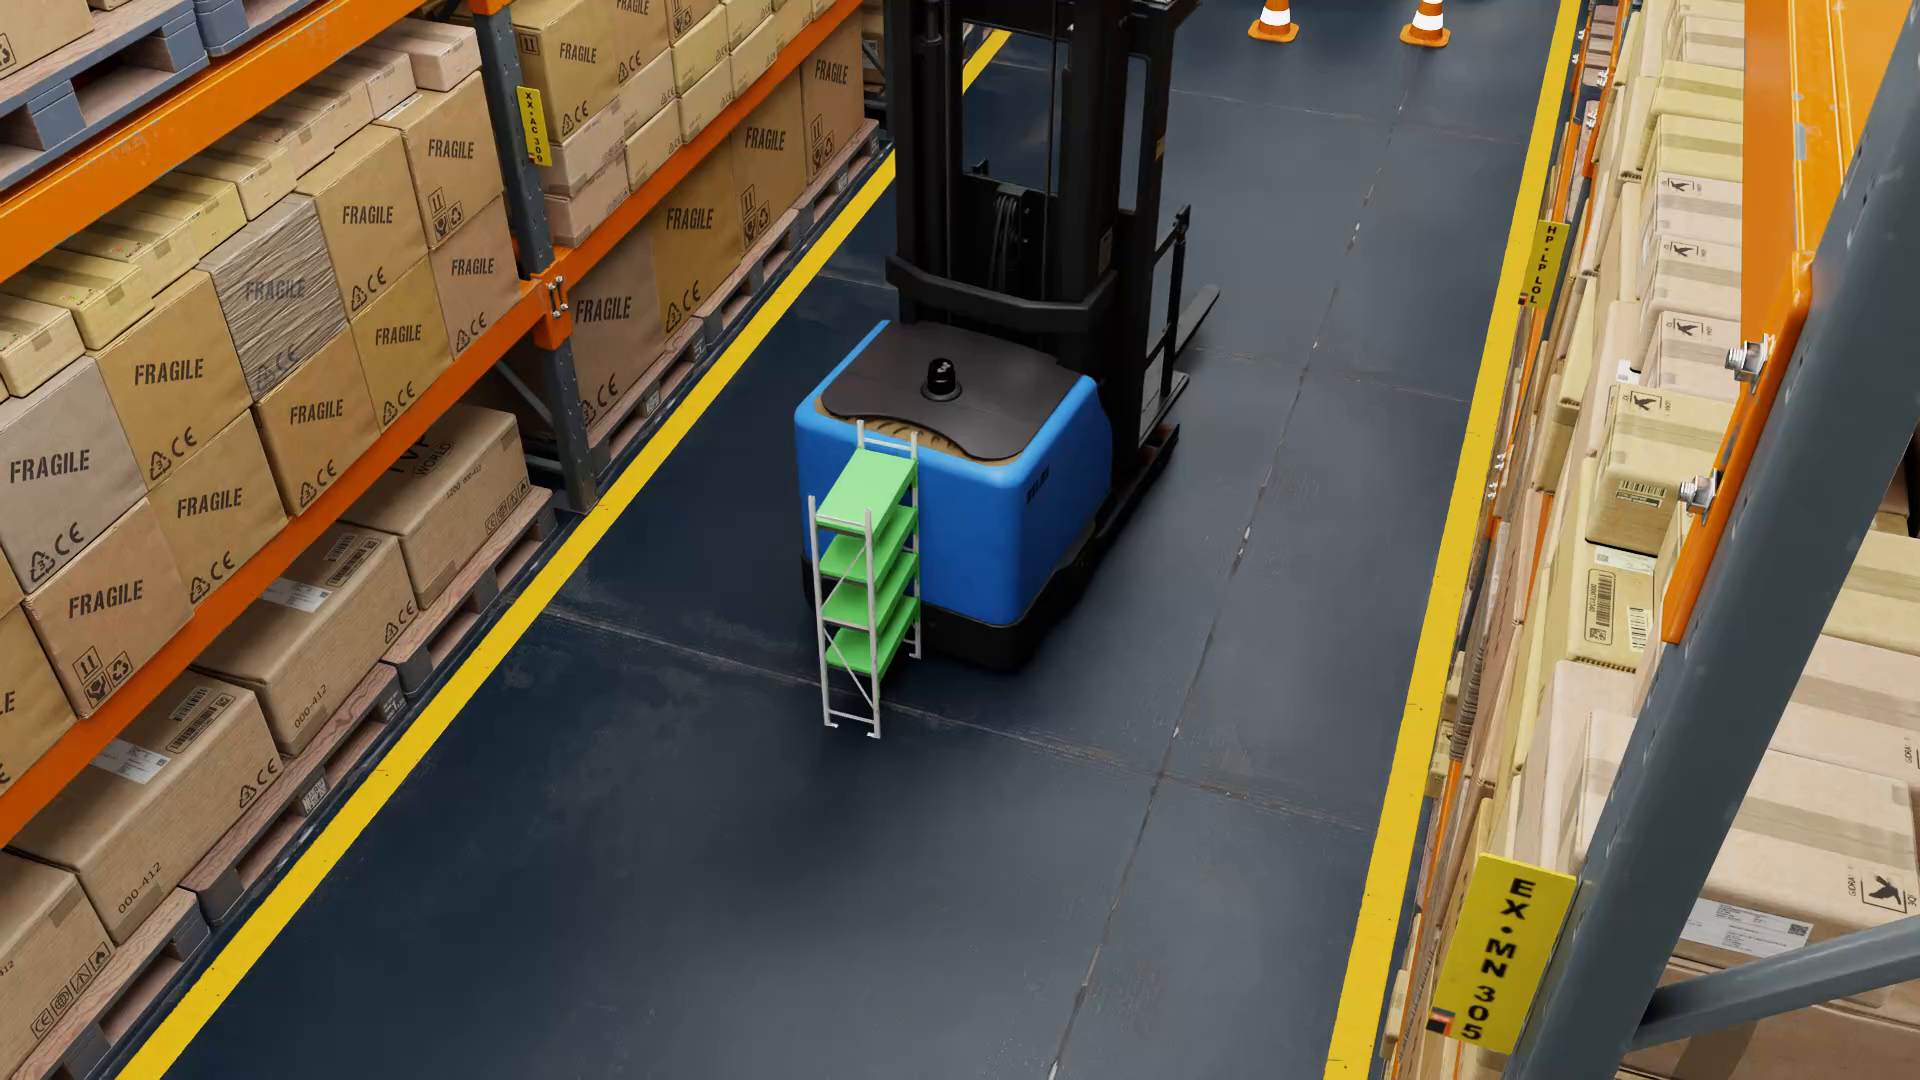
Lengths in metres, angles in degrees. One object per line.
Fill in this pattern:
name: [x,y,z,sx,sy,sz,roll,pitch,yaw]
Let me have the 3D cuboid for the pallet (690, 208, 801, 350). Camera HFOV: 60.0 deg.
pallet: [-1.597,-1.570,9.381,1.003,0.211,1.213,13,42,15]

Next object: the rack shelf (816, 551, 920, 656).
rack shelf: [-0.359,0.222,6.617,0.258,0.148,0.480,13,42,14]

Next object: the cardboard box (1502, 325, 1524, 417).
cardboard box: [2.852,-0.701,7.816,0.500,0.500,0.500,12,42,14]

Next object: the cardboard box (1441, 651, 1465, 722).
cardboard box: [2.055,0.602,6.331,0.380,0.149,0.250,15,43,17]

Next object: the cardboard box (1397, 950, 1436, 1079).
cardboard box: [1.205,1.284,3.581,0.500,0.500,0.500,13,42,14]

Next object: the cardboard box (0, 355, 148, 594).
cardboard box: [-2.803,-0.238,4.824,0.500,0.500,0.500,13,42,15]

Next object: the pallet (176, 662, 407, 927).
pallet: [-2.955,0.857,6.537,1.003,0.211,1.213,13,42,15]

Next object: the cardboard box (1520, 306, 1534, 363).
cardboard box: [2.853,-1.001,7.590,0.500,0.250,0.500,12,42,13]

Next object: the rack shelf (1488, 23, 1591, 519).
rack shelf: [3.164,-1.306,7.478,1.077,0.370,4.000,13,42,15]

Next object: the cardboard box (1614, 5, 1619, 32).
cardboard box: [3.505,-2.636,8.352,0.380,0.149,0.250,13,42,14]

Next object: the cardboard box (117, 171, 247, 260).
cardboard box: [-2.509,-1.038,5.262,0.380,0.149,0.250,12,42,14]

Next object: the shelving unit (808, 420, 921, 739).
shelving unit: [-0.359,0.174,6.575,0.258,1.200,0.503,13,42,14]

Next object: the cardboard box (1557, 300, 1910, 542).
cardboard box: [1.382,-0.156,2.995,0.500,0.250,0.500,14,42,16]

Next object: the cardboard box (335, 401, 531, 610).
cardboard box: [-2.522,-0.223,7.304,0.875,0.438,0.875,13,42,14]

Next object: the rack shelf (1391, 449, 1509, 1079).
rack shelf: [1.796,1.133,4.618,1.077,0.370,4.000,13,42,15]

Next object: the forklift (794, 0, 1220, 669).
forklift: [0.424,-1.528,7.236,1.130,2.935,3.031,18,44,20]

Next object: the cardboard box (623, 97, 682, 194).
cardboard box: [-1.632,-1.866,7.695,0.500,0.250,0.500,12,42,14]

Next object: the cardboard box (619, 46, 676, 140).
cardboard box: [-1.639,-2.060,7.538,0.500,0.250,0.500,14,42,16]

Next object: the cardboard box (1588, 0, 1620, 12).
cardboard box: [3.750,-3.172,9.034,0.500,0.500,0.500,13,42,15]

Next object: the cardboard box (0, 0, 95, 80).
cardboard box: [-2.744,-1.531,4.398,0.500,0.500,0.500,14,42,16]

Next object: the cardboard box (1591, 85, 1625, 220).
cardboard box: [1.911,-0.913,4.267,0.500,0.250,0.500,13,42,14]

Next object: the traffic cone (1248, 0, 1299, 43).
traffic cone: [2.262,-3.845,11.854,0.336,0.463,0.334,13,42,15]

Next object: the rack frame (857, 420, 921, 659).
rack frame: [-0.281,0.024,6.751,0.240,1.200,0.015,13,42,14]

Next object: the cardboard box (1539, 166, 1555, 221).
cardboard box: [3.366,-1.634,8.910,0.500,0.500,0.500,12,42,13]

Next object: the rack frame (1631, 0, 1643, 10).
rack frame: [2.480,-2.642,3.867,1.000,3.000,0.127,13,42,15]

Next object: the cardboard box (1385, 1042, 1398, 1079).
cardboard box: [1.471,1.718,5.023,0.380,0.149,0.250,15,43,17]

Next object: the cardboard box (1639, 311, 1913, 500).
cardboard box: [1.345,-0.226,2.770,0.380,0.149,0.250,12,42,14]

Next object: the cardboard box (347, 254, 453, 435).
cardboard box: [-2.295,-0.780,6.230,0.500,0.500,0.500,12,42,14]

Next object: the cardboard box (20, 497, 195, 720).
cardboard box: [-2.802,0.155,5.134,0.500,0.500,0.500,13,42,15]

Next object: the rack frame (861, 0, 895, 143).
rack frame: [-0.838,-3.837,9.890,1.000,3.000,0.127,13,42,15]

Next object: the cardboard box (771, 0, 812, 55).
cardboard box: [-1.114,-2.795,8.784,0.500,0.250,0.500,13,42,15]

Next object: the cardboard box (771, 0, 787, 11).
cardboard box: [-1.093,-2.988,8.625,0.500,0.250,0.500,12,42,14]

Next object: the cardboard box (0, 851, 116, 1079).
cardboard box: [-3.442,1.433,5.364,0.875,0.438,0.875,12,42,14]

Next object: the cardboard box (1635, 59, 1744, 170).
cardboard box: [1.658,-0.871,3.526,0.380,0.149,0.250,15,43,17]

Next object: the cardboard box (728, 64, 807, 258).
cardboard box: [-1.461,-2.242,9.334,0.875,0.875,0.875,14,42,16]

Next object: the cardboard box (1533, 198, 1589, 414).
cardboard box: [2.097,-0.671,5.102,0.500,0.500,0.500,14,43,16]

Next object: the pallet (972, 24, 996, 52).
pallet: [-0.151,-3.994,12.222,1.003,0.211,1.213,13,42,15]

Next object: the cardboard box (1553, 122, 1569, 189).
cardboard box: [3.385,-1.927,8.676,0.500,0.250,0.500,11,42,13]

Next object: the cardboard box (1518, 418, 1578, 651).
cardboard box: [1.369,0.047,3.142,0.500,0.250,0.500,15,43,17]

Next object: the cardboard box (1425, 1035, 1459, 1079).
cardboard box: [1.035,1.214,2.893,0.500,0.500,0.500,12,42,14]

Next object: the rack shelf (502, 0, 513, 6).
rack shelf: [-1.522,-3.484,7.720,1.077,0.370,4.000,13,42,15]

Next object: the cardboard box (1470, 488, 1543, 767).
cardboard box: [1.556,0.262,4.009,0.500,0.500,0.500,12,42,14]

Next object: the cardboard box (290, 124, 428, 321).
cardboard box: [-2.289,-1.159,5.903,0.500,0.500,0.500,13,42,14]

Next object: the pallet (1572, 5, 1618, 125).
pallet: [3.704,-2.268,8.199,1.213,0.211,1.003,13,42,15]

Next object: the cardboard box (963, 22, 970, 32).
cardboard box: [-0.391,-3.791,11.537,0.950,0.372,0.625,13,42,14]

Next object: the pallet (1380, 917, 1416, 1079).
pallet: [1.868,1.865,5.355,1.003,0.211,1.213,13,42,15]

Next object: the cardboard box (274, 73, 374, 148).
cardboard box: [-2.299,-1.517,5.824,0.380,0.149,0.250,13,42,15]

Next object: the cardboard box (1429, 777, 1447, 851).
cardboard box: [1.927,1.041,6.045,0.380,0.149,0.250,13,42,15]

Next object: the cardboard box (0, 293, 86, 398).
cardboard box: [-2.735,-0.566,4.708,0.380,0.149,0.250,14,42,15]

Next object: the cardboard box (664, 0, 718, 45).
cardboard box: [-1.464,-2.642,7.642,0.500,0.500,0.500,12,42,14]

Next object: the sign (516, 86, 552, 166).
sign: [-1.684,-1.634,6.580,0.100,0.325,0.005,13,42,15]

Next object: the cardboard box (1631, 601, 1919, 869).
cardboard box: [1.106,0.252,2.209,0.380,0.149,0.250,14,42,16]

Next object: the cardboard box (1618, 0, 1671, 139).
cardboard box: [1.915,-1.091,4.091,0.500,0.250,0.500,13,42,15]

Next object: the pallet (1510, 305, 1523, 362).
pallet: [3.579,-1.263,9.021,1.003,0.211,1.213,13,42,15]

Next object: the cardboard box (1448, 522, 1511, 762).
cardboard box: [1.705,0.337,4.691,0.500,0.500,0.500,12,42,14]

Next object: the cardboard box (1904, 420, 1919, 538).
cardboard box: [1.868,-0.029,2.846,0.500,0.250,0.500,14,42,16]
